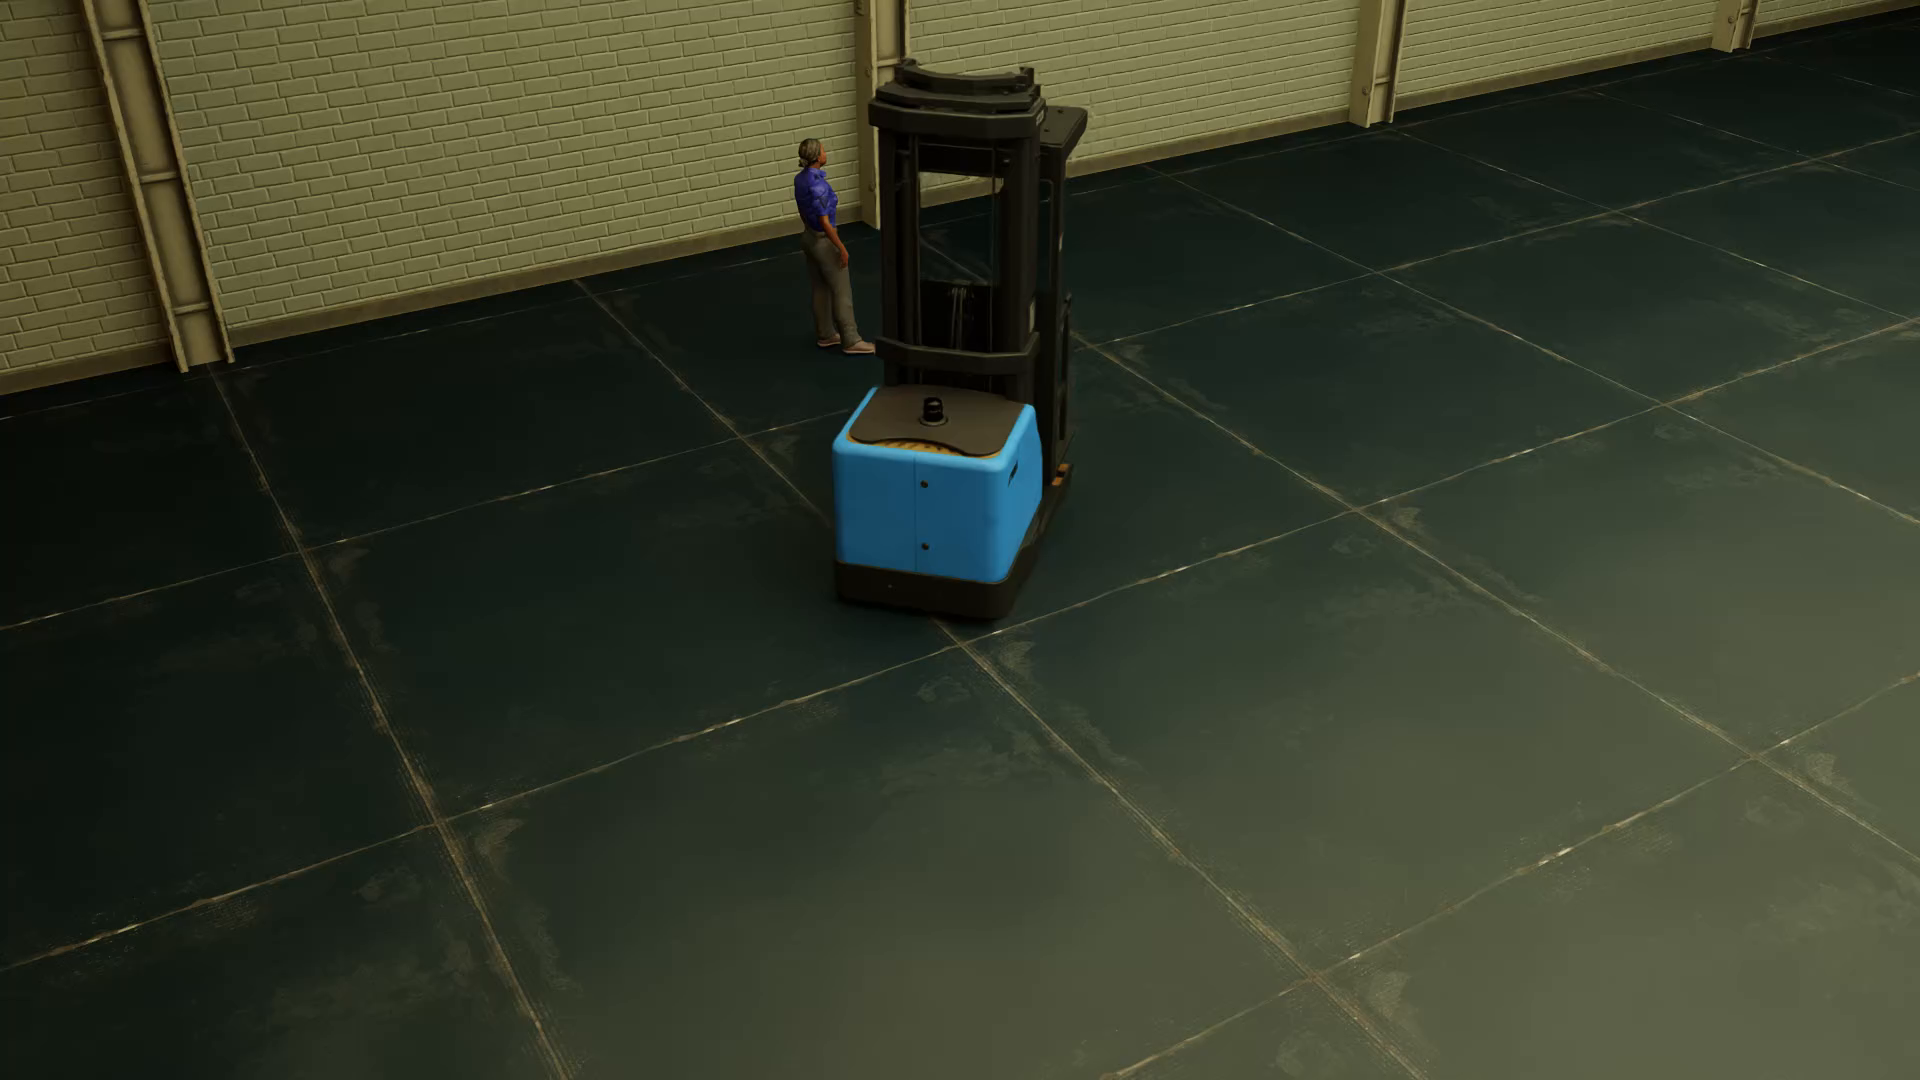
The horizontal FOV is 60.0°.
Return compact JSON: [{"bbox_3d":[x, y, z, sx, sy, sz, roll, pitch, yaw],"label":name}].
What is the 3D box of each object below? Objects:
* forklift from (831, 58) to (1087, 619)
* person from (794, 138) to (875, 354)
[{"bbox_3d":[0.128,-1.549,10.234,1.130,2.935,3.031,8,32,13],"label":"forklift"},{"bbox_3d":[-0.959,-2.240,12.617,0.505,1.654,0.568,-16,34,-25],"label":"person"}]
